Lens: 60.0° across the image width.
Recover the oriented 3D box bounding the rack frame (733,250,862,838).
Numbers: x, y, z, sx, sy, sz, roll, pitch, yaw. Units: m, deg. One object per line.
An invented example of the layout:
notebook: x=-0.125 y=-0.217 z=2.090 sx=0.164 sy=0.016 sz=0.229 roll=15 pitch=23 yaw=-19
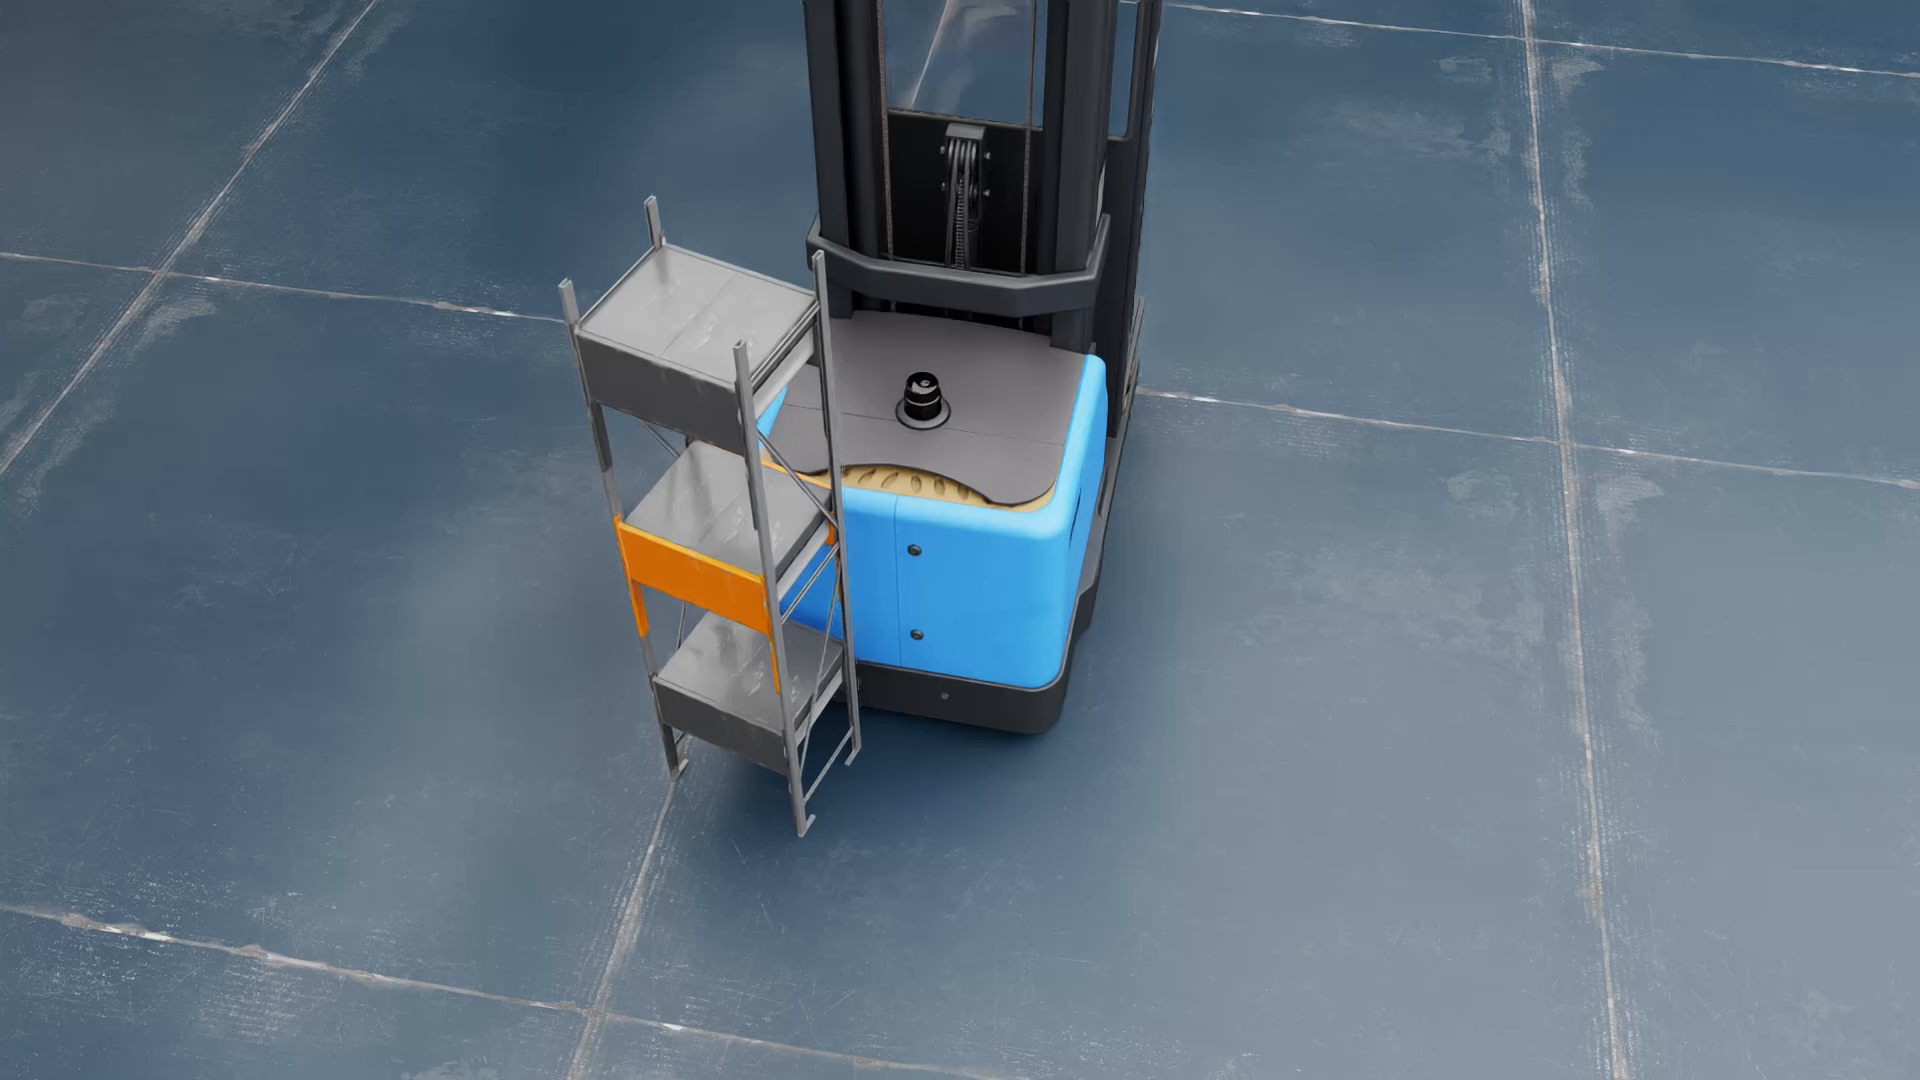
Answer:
rack frame: x=-0.428 y=0.128 z=4.723 sx=0.015 sy=2.100 sz=0.400 roll=20 pitch=51 yaw=17

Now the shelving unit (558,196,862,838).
shelving unit: x=-0.647 y=0.047 z=4.796 sx=0.503 sy=2.100 sz=0.431 roll=20 pitch=51 yaw=17

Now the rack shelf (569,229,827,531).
rack shelf: x=-0.646 y=-0.413 z=4.286 sx=0.480 sy=0.518 sz=0.431 roll=20 pitch=51 yaw=17

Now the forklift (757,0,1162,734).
forklift: x=0.114 y=-1.449 z=5.582 sx=1.130 sy=2.935 sz=3.031 roll=9 pitch=49 yaw=8

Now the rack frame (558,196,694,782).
rack frame: x=-0.865 y=-0.034 z=4.869 sx=0.015 sy=2.100 sz=0.400 roll=20 pitch=51 yaw=17

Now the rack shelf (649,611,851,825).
rack shelf: x=-0.647 y=0.524 z=5.326 sx=0.480 sy=0.518 sz=0.431 roll=20 pitch=51 yaw=17

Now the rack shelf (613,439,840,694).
rack shelf: x=-0.647 y=0.056 z=4.806 sx=0.480 sy=0.518 sz=0.431 roll=20 pitch=51 yaw=17
